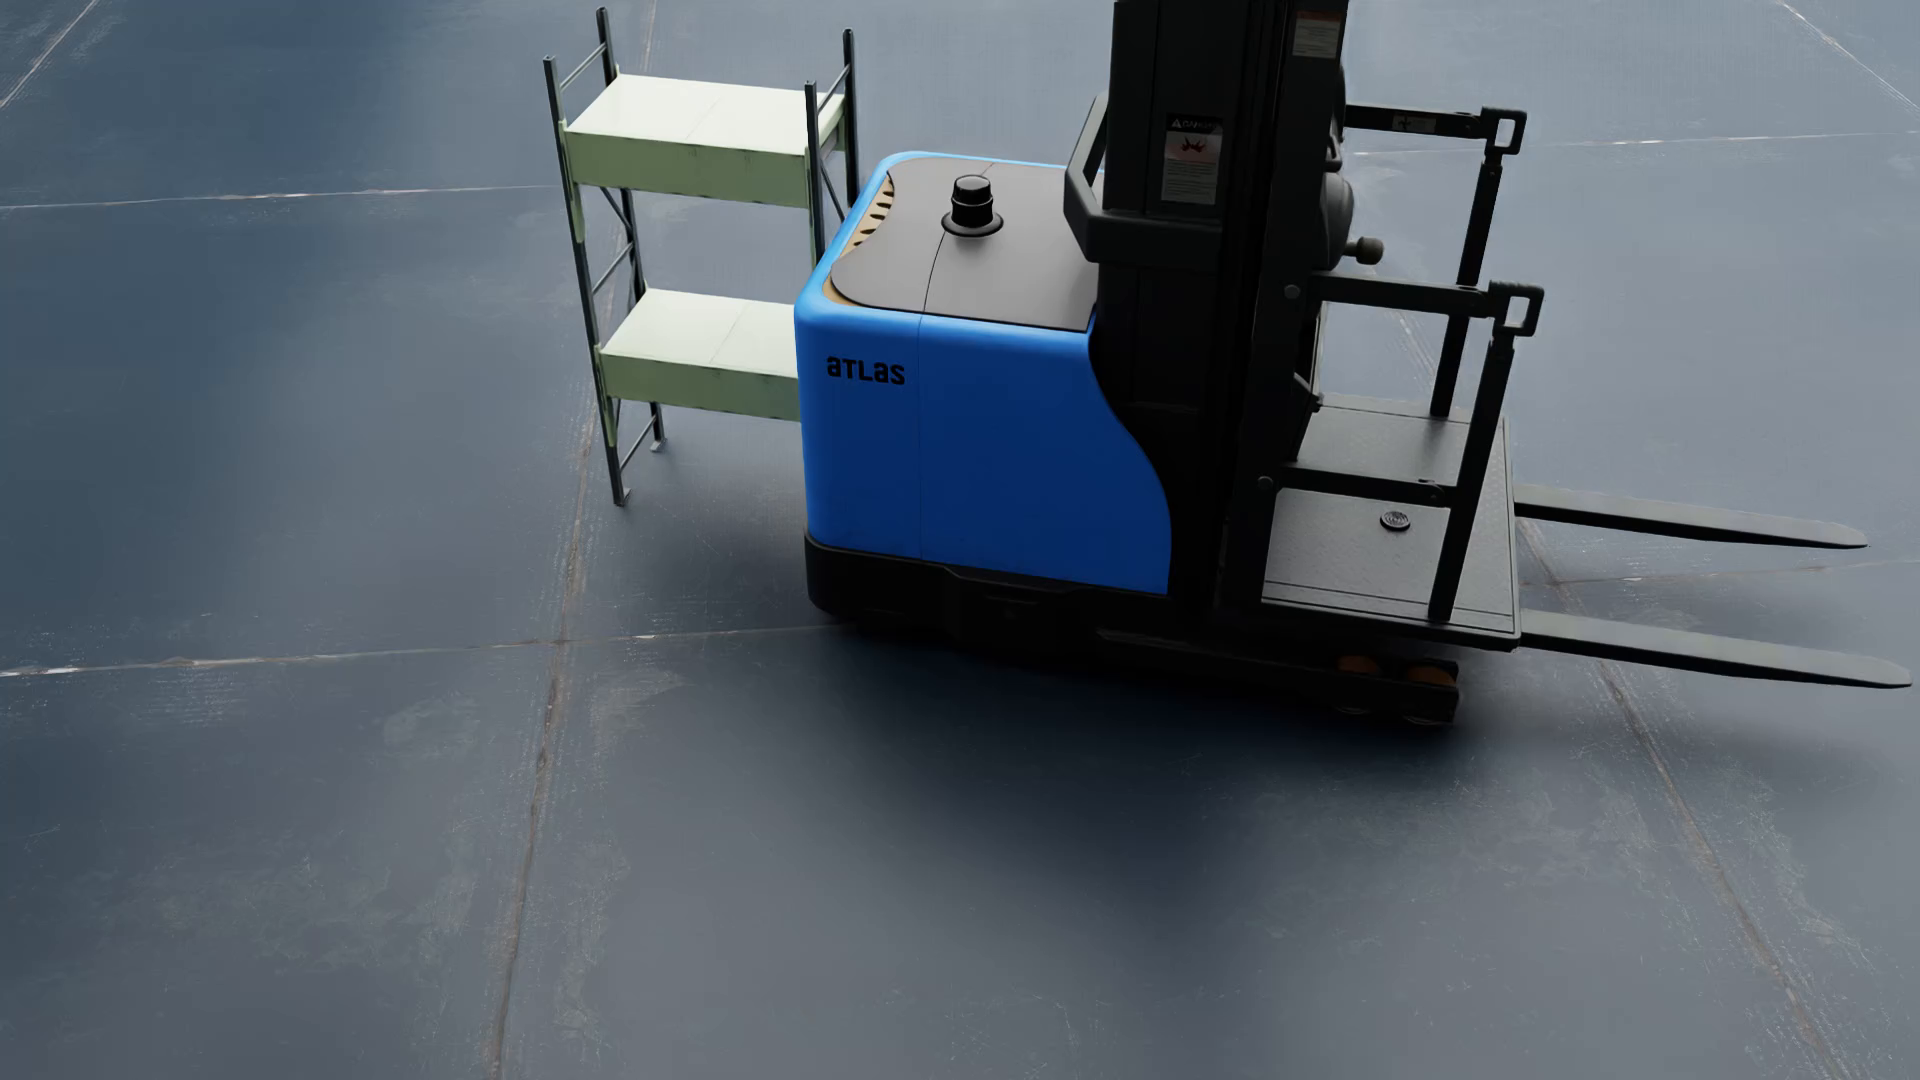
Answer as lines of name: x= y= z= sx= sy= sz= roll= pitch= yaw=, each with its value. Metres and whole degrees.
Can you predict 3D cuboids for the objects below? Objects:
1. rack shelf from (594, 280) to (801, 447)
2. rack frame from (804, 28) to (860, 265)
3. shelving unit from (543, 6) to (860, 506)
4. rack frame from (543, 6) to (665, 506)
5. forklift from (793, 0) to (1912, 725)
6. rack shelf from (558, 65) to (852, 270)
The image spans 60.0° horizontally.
rack shelf: x=-0.709 y=-0.514 z=5.217 sx=0.720 sy=0.370 sz=0.431 roll=8 pitch=39 yaw=10
rack frame: x=-0.352 y=-0.720 z=4.951 sx=0.023 sy=1.500 sz=0.400 roll=8 pitch=39 yaw=10
shelving unit: x=-0.709 y=-0.770 z=5.015 sx=0.755 sy=1.500 sz=0.431 roll=8 pitch=39 yaw=10
rack frame: x=-1.065 y=-0.820 z=5.079 sx=0.023 sy=1.500 sz=0.400 roll=8 pitch=39 yaw=10
forklift: x=1.122 y=-1.001 z=4.153 sx=3.031 sy=2.935 sz=1.130 roll=8 pitch=39 yaw=10
rack shelf: x=-0.709 y=-1.076 z=4.773 sx=0.720 sy=0.370 sz=0.431 roll=8 pitch=39 yaw=10
